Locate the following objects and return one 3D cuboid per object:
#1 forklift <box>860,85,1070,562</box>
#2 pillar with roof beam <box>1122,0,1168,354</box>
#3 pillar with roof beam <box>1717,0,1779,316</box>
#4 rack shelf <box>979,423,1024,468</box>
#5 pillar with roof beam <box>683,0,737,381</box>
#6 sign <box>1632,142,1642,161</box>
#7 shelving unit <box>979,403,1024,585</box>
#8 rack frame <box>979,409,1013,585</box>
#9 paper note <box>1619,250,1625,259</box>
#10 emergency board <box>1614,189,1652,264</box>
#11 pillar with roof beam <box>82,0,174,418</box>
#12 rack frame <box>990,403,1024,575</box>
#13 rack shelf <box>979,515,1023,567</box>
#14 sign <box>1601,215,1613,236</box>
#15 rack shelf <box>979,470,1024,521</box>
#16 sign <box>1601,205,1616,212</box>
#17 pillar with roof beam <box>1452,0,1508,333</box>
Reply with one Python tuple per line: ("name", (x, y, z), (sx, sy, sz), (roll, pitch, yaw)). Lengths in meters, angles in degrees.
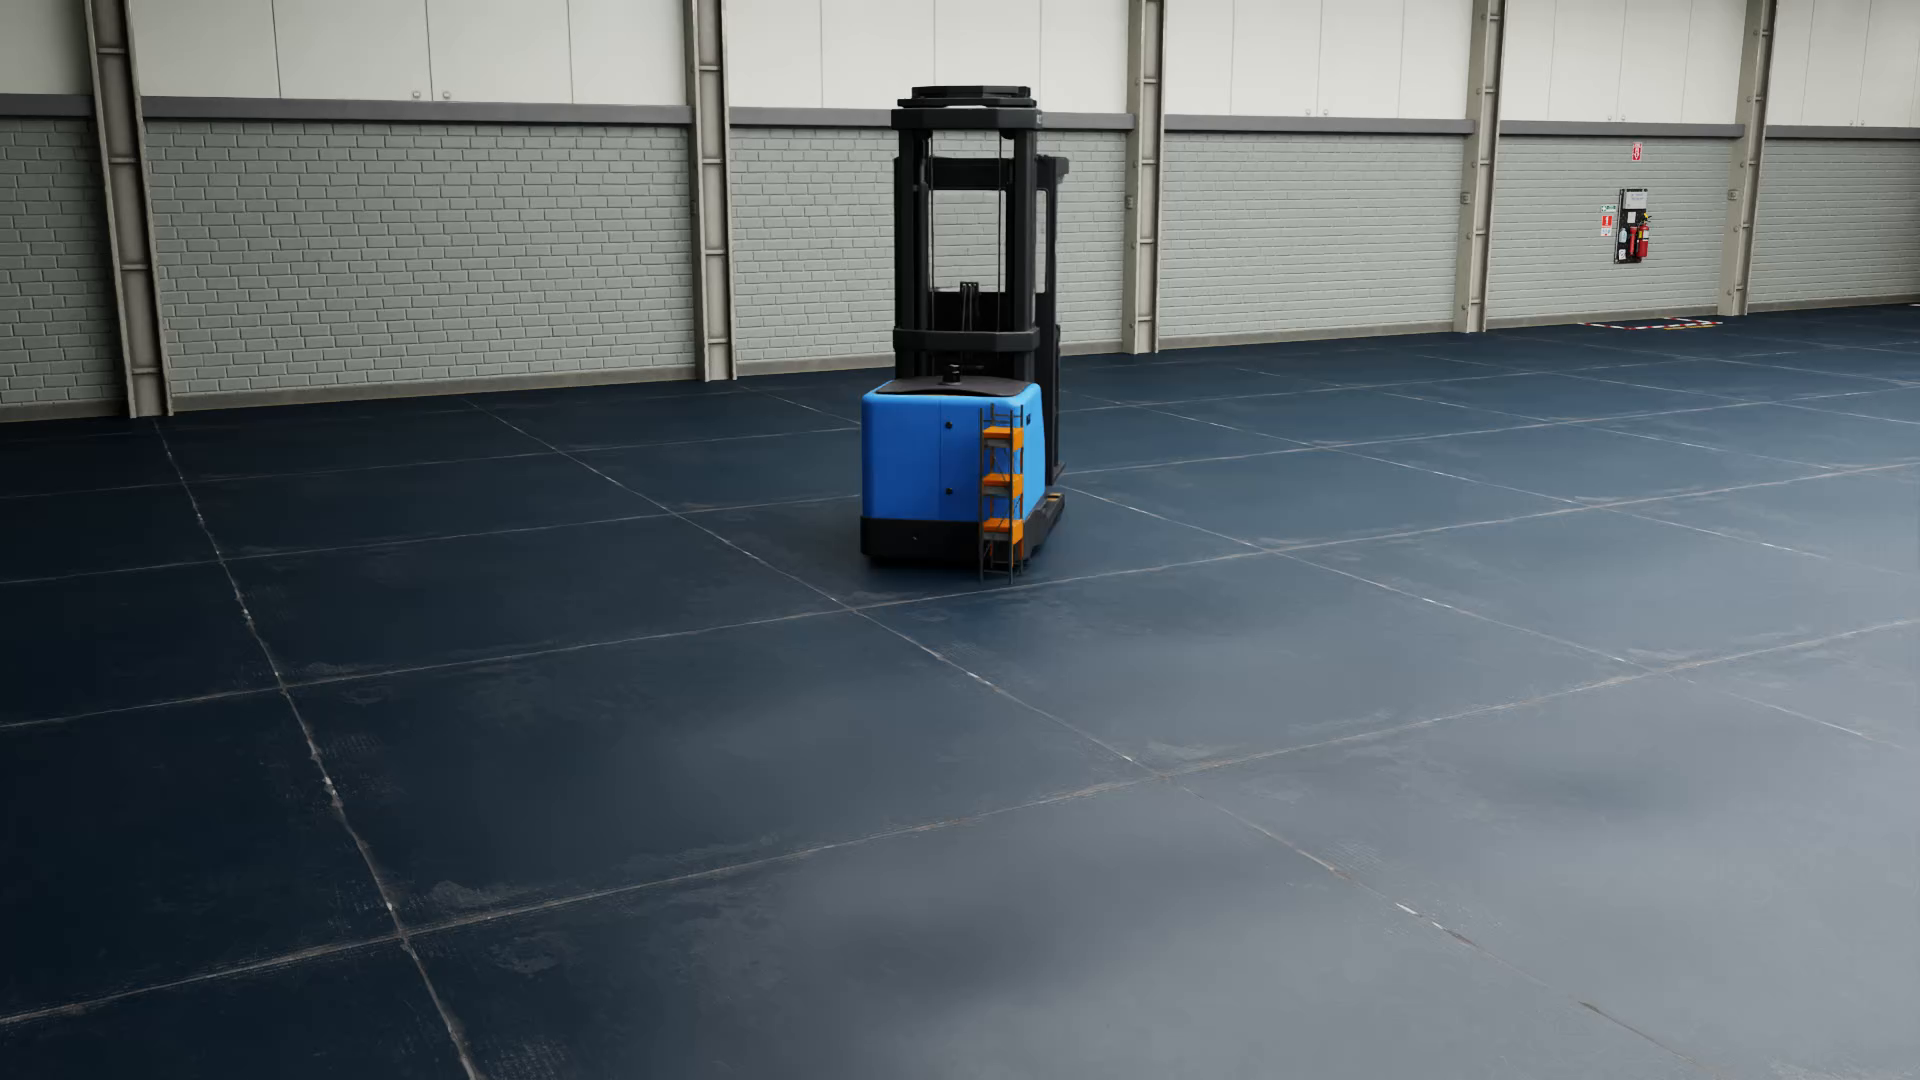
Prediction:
("forklift", (0.148, -1.570, 11.409), (1.130, 2.935, 3.031), (2, 13, 10))
("pillar with roof beam", (4.474, -6.079, 17.625), (0.400, 9.000, 9.100), (-7, 14, -28))
("pillar with roof beam", (15.007, -7.341, 23.235), (0.400, 9.000, 9.100), (-7, 14, -28))
("rack shelf", (0.248, -0.544, 9.893), (0.215, 0.259, 0.240), (4, 13, 16))
("pillar with roof beam", (-0.793, -5.448, 14.821), (0.400, 9.000, 9.100), (-7, 14, -28))
("sign", (10.702, -6.141, 26.284), (0.199, 0.298, 0.001), (-7, 14, -28))
("shelving unit", (0.248, -0.278, 9.953), (0.215, 1.050, 0.252), (4, 13, 16))
("rack frame", (0.214, -0.252, 9.839), (0.200, 1.050, 0.008), (4, 13, 16))
("paper note", (10.568, -4.557, 26.530), (0.142, 0.148, 0.016), (-7, 14, -28))
("emergency board", (10.757, -4.992, 26.457), (0.643, 1.169, 0.194), (-7, 14, -28))
("pillar with roof beam", (-6.059, -4.817, 12.016), (0.400, 9.000, 9.100), (-7, 14, -28))
("rack frame", (0.282, -0.304, 10.067), (0.200, 1.050, 0.008), (4, 13, 16))
("rack shelf", (0.248, 0.004, 10.016), (0.215, 0.259, 0.240), (4, 13, 16))
("sign", (10.222, -4.971, 26.283), (0.234, 0.329, 0.001), (-7, 14, -28))
("rack shelf", (0.248, -0.268, 9.955), (0.215, 0.259, 0.240), (4, 13, 16))
("sign", (10.230, -5.228, 26.220), (0.331, 0.109, 0.001), (-7, 14, -28))
("pillar with roof beam", (9.740, -6.710, 20.430), (0.400, 9.000, 9.100), (-7, 14, -28))
